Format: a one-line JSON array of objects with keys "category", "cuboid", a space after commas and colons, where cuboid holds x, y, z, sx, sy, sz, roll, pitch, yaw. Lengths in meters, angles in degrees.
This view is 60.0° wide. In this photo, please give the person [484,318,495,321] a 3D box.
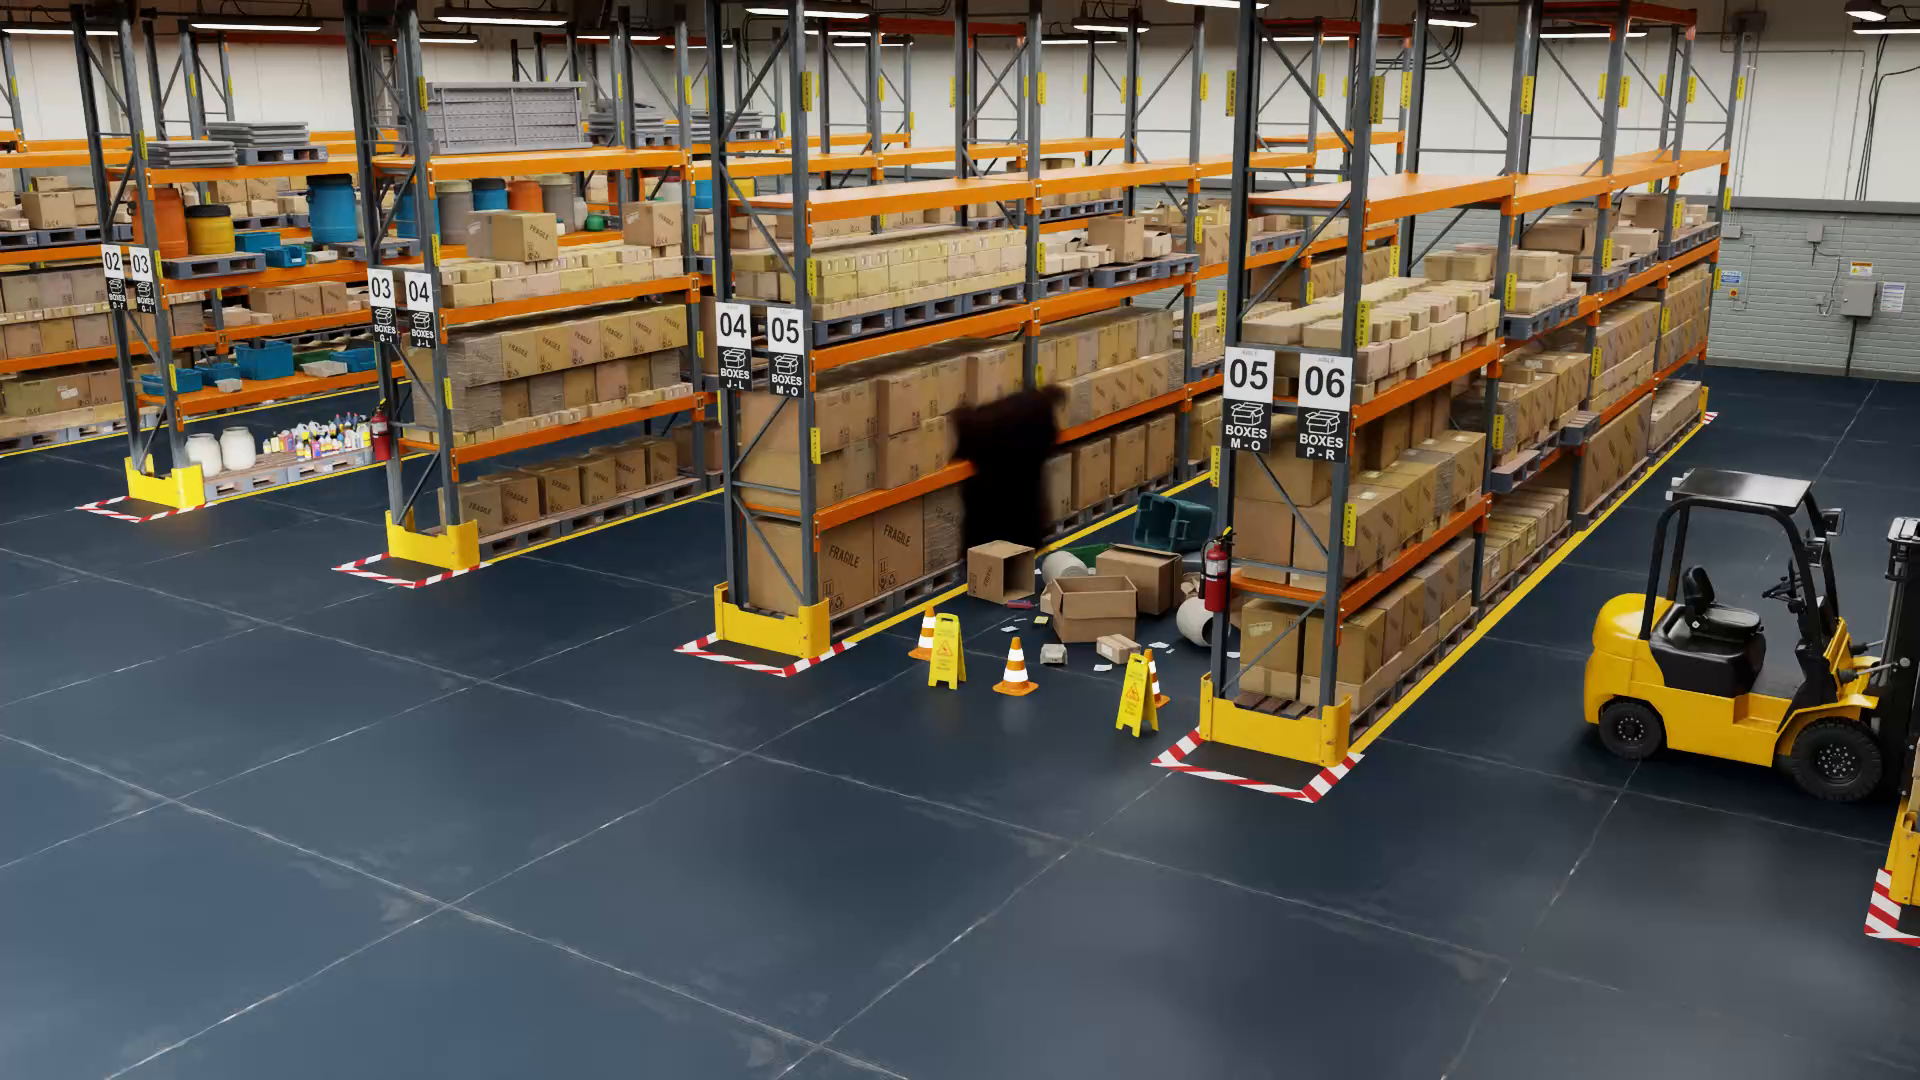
[{"category": "person", "cuboid": [-7.835, -3.387, 28.221, 0.486, 1.679, 0.800, 9, 18, 28]}]

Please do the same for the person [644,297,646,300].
[{"category": "person", "cuboid": [-6.324, -4.540, 32.610, 0.401, 1.555, 0.805, 9, 18, 30]}]
